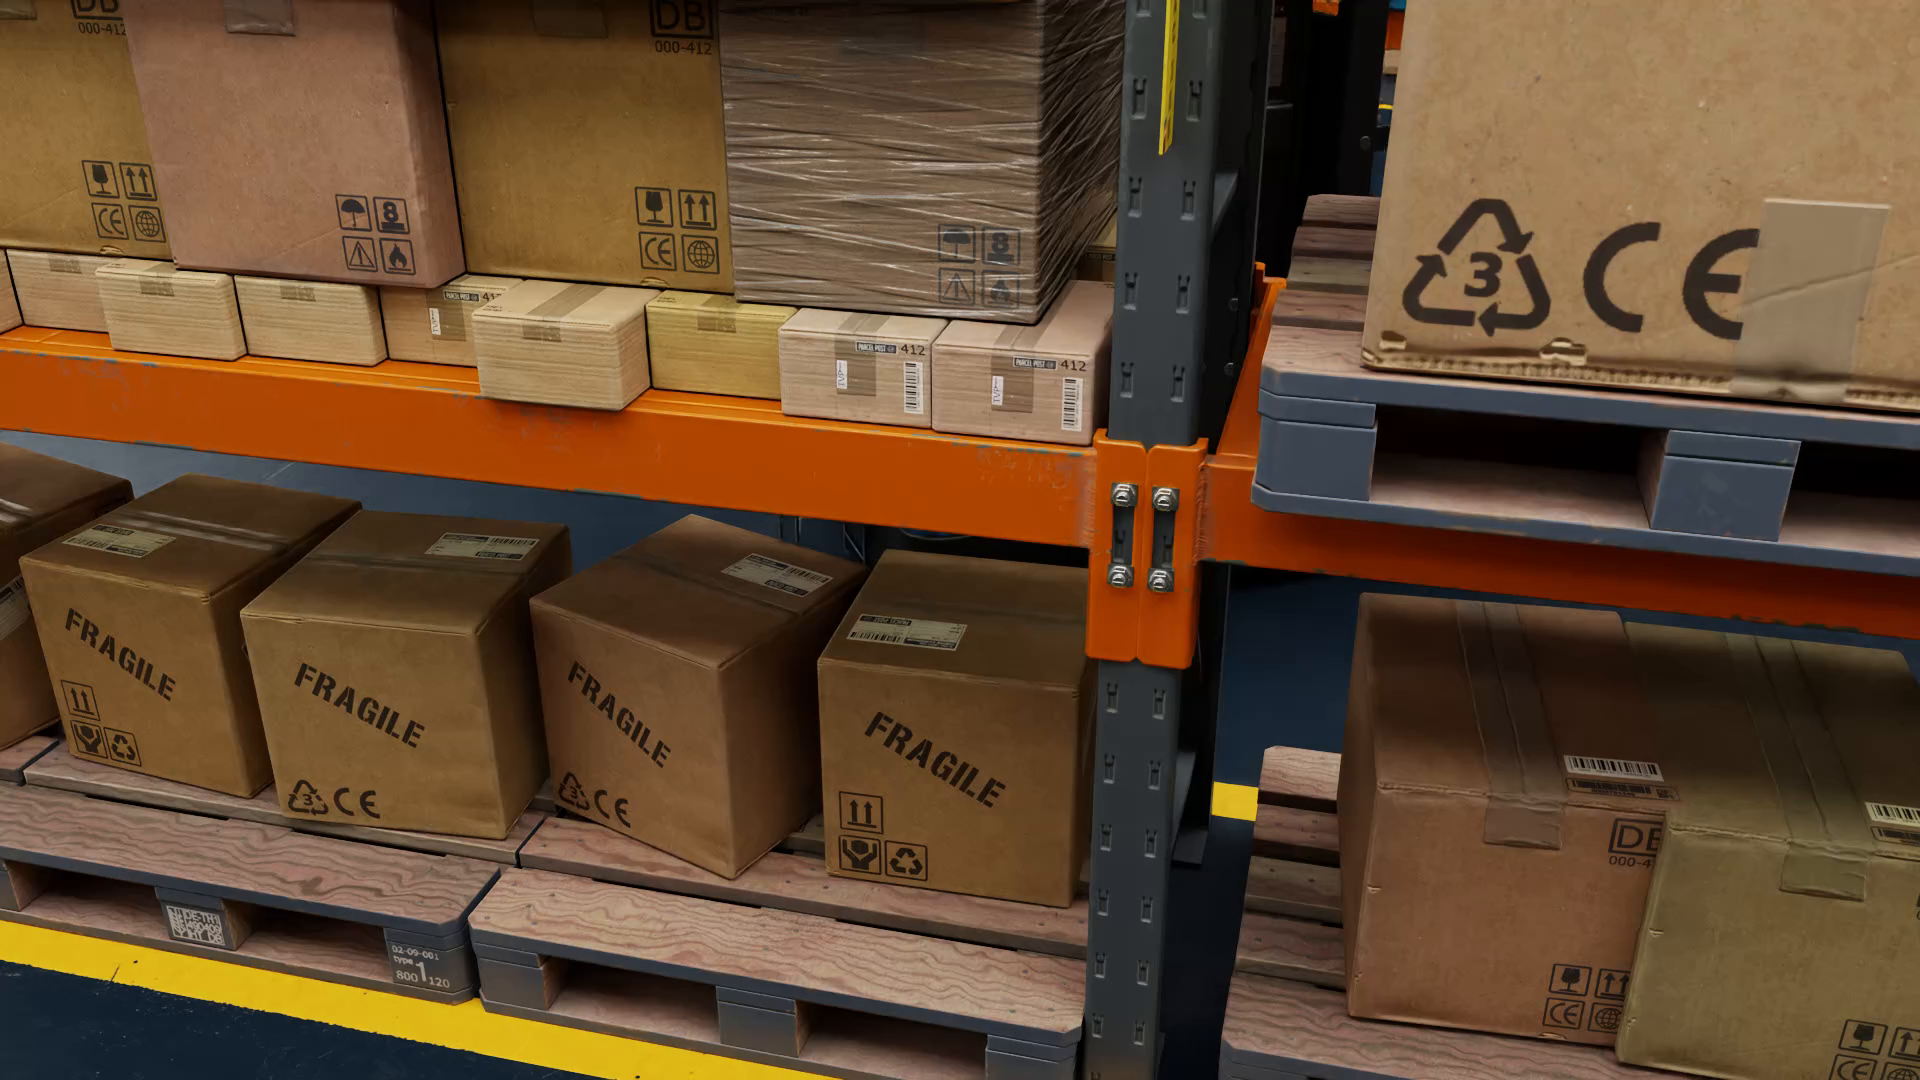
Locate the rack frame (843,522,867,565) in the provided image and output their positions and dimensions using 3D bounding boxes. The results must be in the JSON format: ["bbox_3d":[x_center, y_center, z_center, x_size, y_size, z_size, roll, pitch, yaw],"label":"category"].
[{"bbox_3d":[-0.319,-0.329,4.894,0.006,0.900,0.240,-9,27,-18],"label":"rack frame"}]

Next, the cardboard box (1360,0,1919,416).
[{"bbox_3d":[1.140,-0.827,2.312,1.000,1.000,1.000,6,26,13],"label":"cardboard box"}]

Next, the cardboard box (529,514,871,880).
[{"bbox_3d":[-0.529,0.311,3.526,0.500,0.500,0.500,15,30,29],"label":"cardboard box"}]

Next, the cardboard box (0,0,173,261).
[{"bbox_3d":[-1.474,-0.914,3.218,0.500,0.500,0.875,6,26,13],"label":"cardboard box"}]

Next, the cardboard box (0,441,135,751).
[{"bbox_3d":[-2.281,0.124,3.919,0.500,0.500,0.500,14,29,26],"label":"cardboard box"}]

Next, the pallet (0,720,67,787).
[{"bbox_3d":[-2.617,0.430,4.101,1.213,0.211,1.003,6,26,13],"label":"pallet"}]

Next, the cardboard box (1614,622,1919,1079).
[{"bbox_3d":[1.452,0.553,2.994,0.500,0.500,0.700,6,26,13],"label":"cardboard box"}]

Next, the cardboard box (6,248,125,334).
[{"bbox_3d":[-1.548,-0.523,3.151,0.250,0.149,0.380,6,26,13],"label":"cardboard box"}]

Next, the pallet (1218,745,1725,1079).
[{"bbox_3d":[1.160,0.831,3.258,1.213,0.211,1.003,6,26,13],"label":"pallet"}]

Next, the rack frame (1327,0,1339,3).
[{"bbox_3d":[1.639,-2.572,7.163,0.127,3.000,1.000,6,26,13],"label":"rack frame"}]

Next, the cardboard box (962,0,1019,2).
[{"bbox_3d":[-0.099,-1.075,2.392,0.500,0.500,0.500,6,26,13],"label":"cardboard box"}]

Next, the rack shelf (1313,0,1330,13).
[{"bbox_3d":[-0.298,-2.462,7.768,4.000,0.370,1.077,6,26,13],"label":"rack shelf"}]

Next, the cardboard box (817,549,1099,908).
[{"bbox_3d":[0.028,0.369,3.404,0.500,0.500,0.500,6,26,11],"label":"cardboard box"}]

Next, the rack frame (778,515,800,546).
[{"bbox_3d":[-0.511,-0.299,4.832,0.006,0.900,0.240,-9,27,-18],"label":"rack frame"}]

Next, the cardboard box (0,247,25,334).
[{"bbox_3d":[-1.824,-0.494,3.091,0.250,0.149,0.380,6,26,13],"label":"cardboard box"}]

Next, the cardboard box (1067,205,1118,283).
[{"bbox_3d":[0.272,-0.545,3.198,0.250,0.149,0.380,6,26,13],"label":"cardboard box"}]

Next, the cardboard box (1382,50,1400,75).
[{"bbox_3d":[3.205,-3.436,11.687,0.500,0.250,0.500,6,26,12],"label":"cardboard box"}]

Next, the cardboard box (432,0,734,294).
[{"bbox_3d":[-0.491,-0.832,3.045,0.500,0.500,0.875,6,26,13],"label":"cardboard box"}]

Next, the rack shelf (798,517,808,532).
[{"bbox_3d":[-0.415,-0.121,4.955,0.200,0.077,0.258,-9,27,-18],"label":"rack shelf"}]

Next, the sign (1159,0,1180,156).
[{"bbox_3d":[0.277,-0.674,2.170,0.005,0.325,0.100,6,26,13],"label":"sign"}]

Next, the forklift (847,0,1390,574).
[{"bbox_3d":[1.121,-1.461,4.908,3.031,2.935,1.130,-9,27,-18],"label":"forklift"}]

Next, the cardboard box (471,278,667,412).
[{"bbox_3d":[-0.613,-0.360,2.810,0.250,0.149,0.380,6,26,13],"label":"cardboard box"}]

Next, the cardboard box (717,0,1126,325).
[{"bbox_3d":[-0.015,-0.764,2.902,0.500,0.500,0.875,6,26,13],"label":"cardboard box"}]

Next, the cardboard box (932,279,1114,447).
[{"bbox_3d":[0.124,-0.297,2.678,0.250,0.149,0.380,6,26,13],"label":"cardboard box"}]

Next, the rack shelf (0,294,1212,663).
[{"bbox_3d":[-1.532,-0.400,3.437,4.000,0.370,1.077,6,26,13],"label":"rack shelf"}]

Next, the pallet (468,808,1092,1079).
[{"bbox_3d":[-0.254,0.692,3.552,1.213,0.211,1.003,6,26,13],"label":"pallet"}]

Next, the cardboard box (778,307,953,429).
[{"bbox_3d":[-0.116,-0.328,2.742,0.250,0.149,0.380,6,26,13],"label":"cardboard box"}]

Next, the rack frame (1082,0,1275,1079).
[{"bbox_3d":[0.405,-0.510,2.832,0.127,3.000,1.000,6,26,13],"label":"rack frame"}]

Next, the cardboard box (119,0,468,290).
[{"bbox_3d":[-1.000,-0.843,3.070,0.500,0.500,0.875,6,26,13],"label":"cardboard box"}]

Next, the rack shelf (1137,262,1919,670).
[{"bbox_3d":[2.342,0.029,2.537,4.000,0.370,1.077,6,26,13],"label":"rack shelf"}]

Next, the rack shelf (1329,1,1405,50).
[{"bbox_3d":[3.576,-2.033,6.868,4.000,0.370,1.077,6,26,13],"label":"rack shelf"}]

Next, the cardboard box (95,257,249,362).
[{"bbox_3d":[-1.325,-0.464,3.028,0.250,0.149,0.380,6,26,13],"label":"cardboard box"}]

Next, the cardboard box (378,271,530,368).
[{"bbox_3d":[-0.822,-0.442,2.981,0.250,0.149,0.380,6,26,13],"label":"cardboard box"}]

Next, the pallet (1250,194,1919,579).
[{"bbox_3d":[1.109,-0.281,2.574,1.213,0.211,1.003,6,26,13],"label":"pallet"}]

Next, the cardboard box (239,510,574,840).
[{"bbox_3d":[-1.150,0.277,3.597,0.500,0.500,0.500,4,26,8],"label":"cardboard box"}]

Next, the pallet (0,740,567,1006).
[{"bbox_3d":[-1.439,0.562,3.824,1.213,0.211,1.003,6,26,13],"label":"pallet"}]

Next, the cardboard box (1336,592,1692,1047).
[{"bbox_3d":[0.994,0.494,3.118,0.500,0.500,0.700,4,26,9],"label":"cardboard box"}]

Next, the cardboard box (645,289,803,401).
[{"bbox_3d":[-0.343,-0.380,2.851,0.250,0.149,0.380,6,26,13],"label":"cardboard box"}]

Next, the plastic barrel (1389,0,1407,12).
[{"bbox_3d":[1.937,-2.631,6.704,0.708,0.901,0.600,6,26,13],"label":"plastic barrel"}]

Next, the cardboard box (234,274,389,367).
[{"bbox_3d":[-1.075,-0.452,3.002,0.250,0.149,0.380,6,26,13],"label":"cardboard box"}]

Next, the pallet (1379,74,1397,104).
[{"bbox_3d":[3.599,-3.312,11.962,1.213,0.211,1.003,6,26,13],"label":"pallet"}]

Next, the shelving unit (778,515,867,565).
[{"bbox_3d":[-0.415,-0.314,4.863,0.210,0.900,0.258,-9,27,-18],"label":"shelving unit"}]

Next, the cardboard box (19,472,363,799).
[{"bbox_3d":[-1.679,0.199,3.762,0.500,0.500,0.500,9,27,18],"label":"cardboard box"}]
